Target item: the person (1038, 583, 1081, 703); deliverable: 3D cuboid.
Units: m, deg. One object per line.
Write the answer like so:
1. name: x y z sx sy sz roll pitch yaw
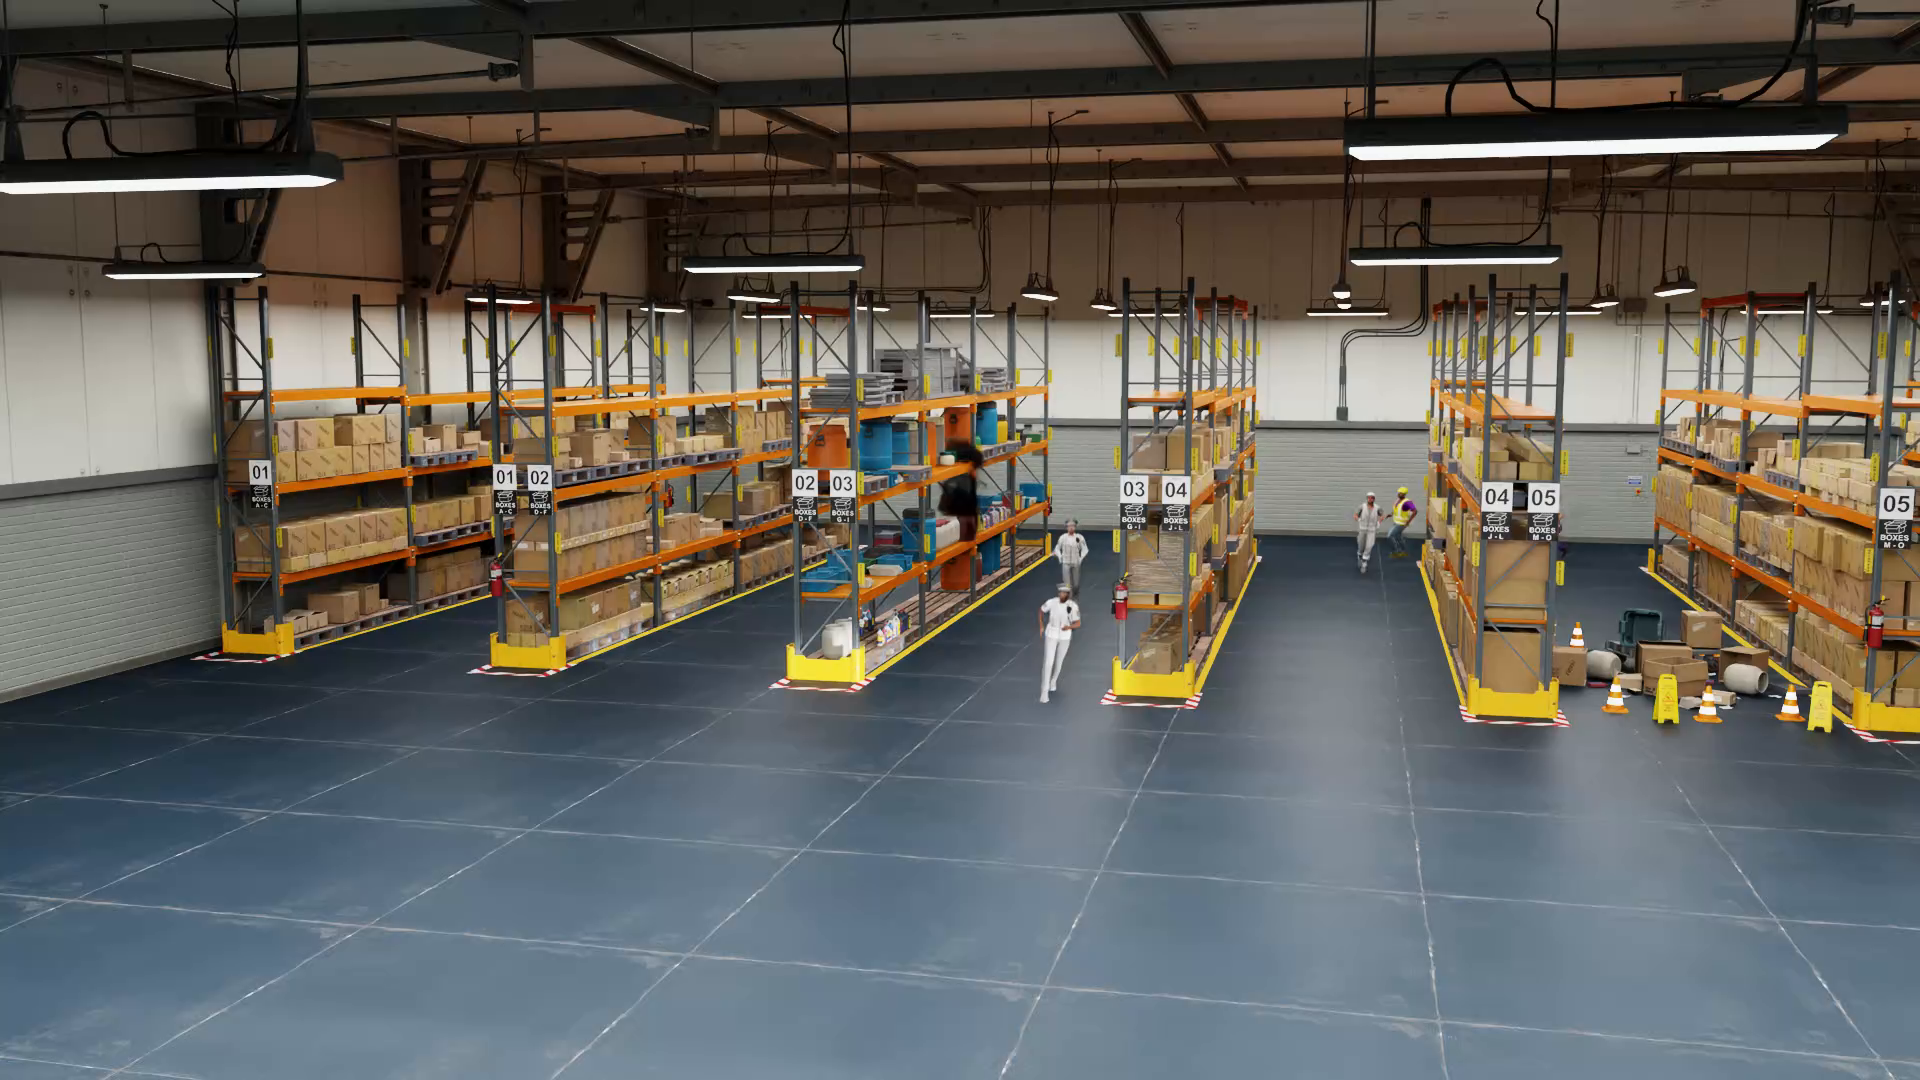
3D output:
1. person: 1.434 1.426 23.928 0.601 1.677 0.905 0 7 -1

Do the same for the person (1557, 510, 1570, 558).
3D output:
1. person: 13.923 -0.253 38.926 0.740 1.638 0.613 2 7 14

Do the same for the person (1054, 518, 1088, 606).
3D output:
1. person: 2.010 0.429 30.138 0.614 1.660 0.525 1 7 5

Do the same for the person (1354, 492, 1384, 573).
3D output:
1. person: 9.202 -0.190 37.486 0.664 1.797 0.914 2 7 16

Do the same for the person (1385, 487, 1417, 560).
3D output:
1. person: 10.459 -0.381 39.498 0.665 1.774 0.761 -1 7 -6
